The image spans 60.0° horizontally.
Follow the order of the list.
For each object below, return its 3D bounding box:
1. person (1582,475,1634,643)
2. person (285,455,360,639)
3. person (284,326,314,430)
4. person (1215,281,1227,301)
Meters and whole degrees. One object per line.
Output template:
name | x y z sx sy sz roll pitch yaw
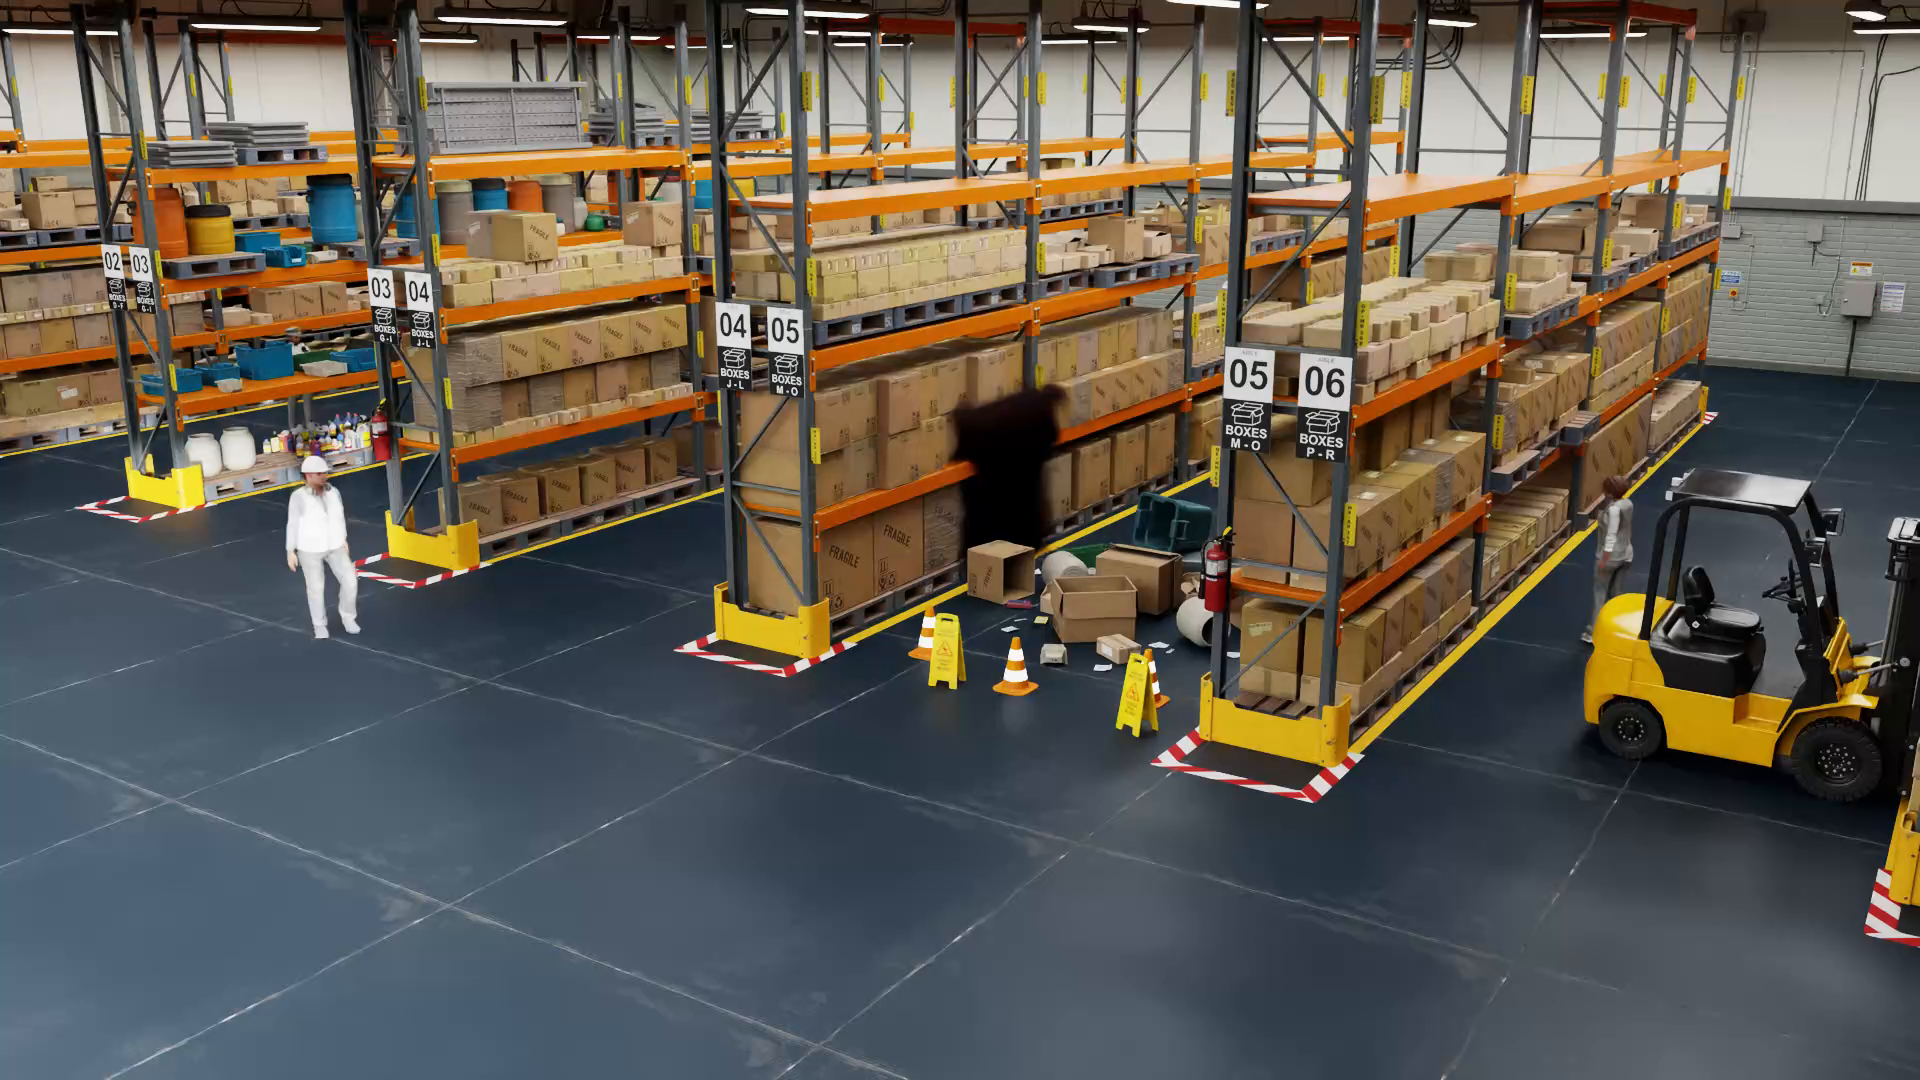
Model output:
person | 6.131 0.187 15.633 0.485 1.590 0.342 -8 18 -27
person | -6.065 0.078 15.711 0.421 1.785 0.639 14 21 41
person | -9.670 -2.276 24.370 0.484 1.695 0.430 -6 17 -20
person | 4.724 -3.739 29.490 0.690 1.738 1.003 10 18 31
